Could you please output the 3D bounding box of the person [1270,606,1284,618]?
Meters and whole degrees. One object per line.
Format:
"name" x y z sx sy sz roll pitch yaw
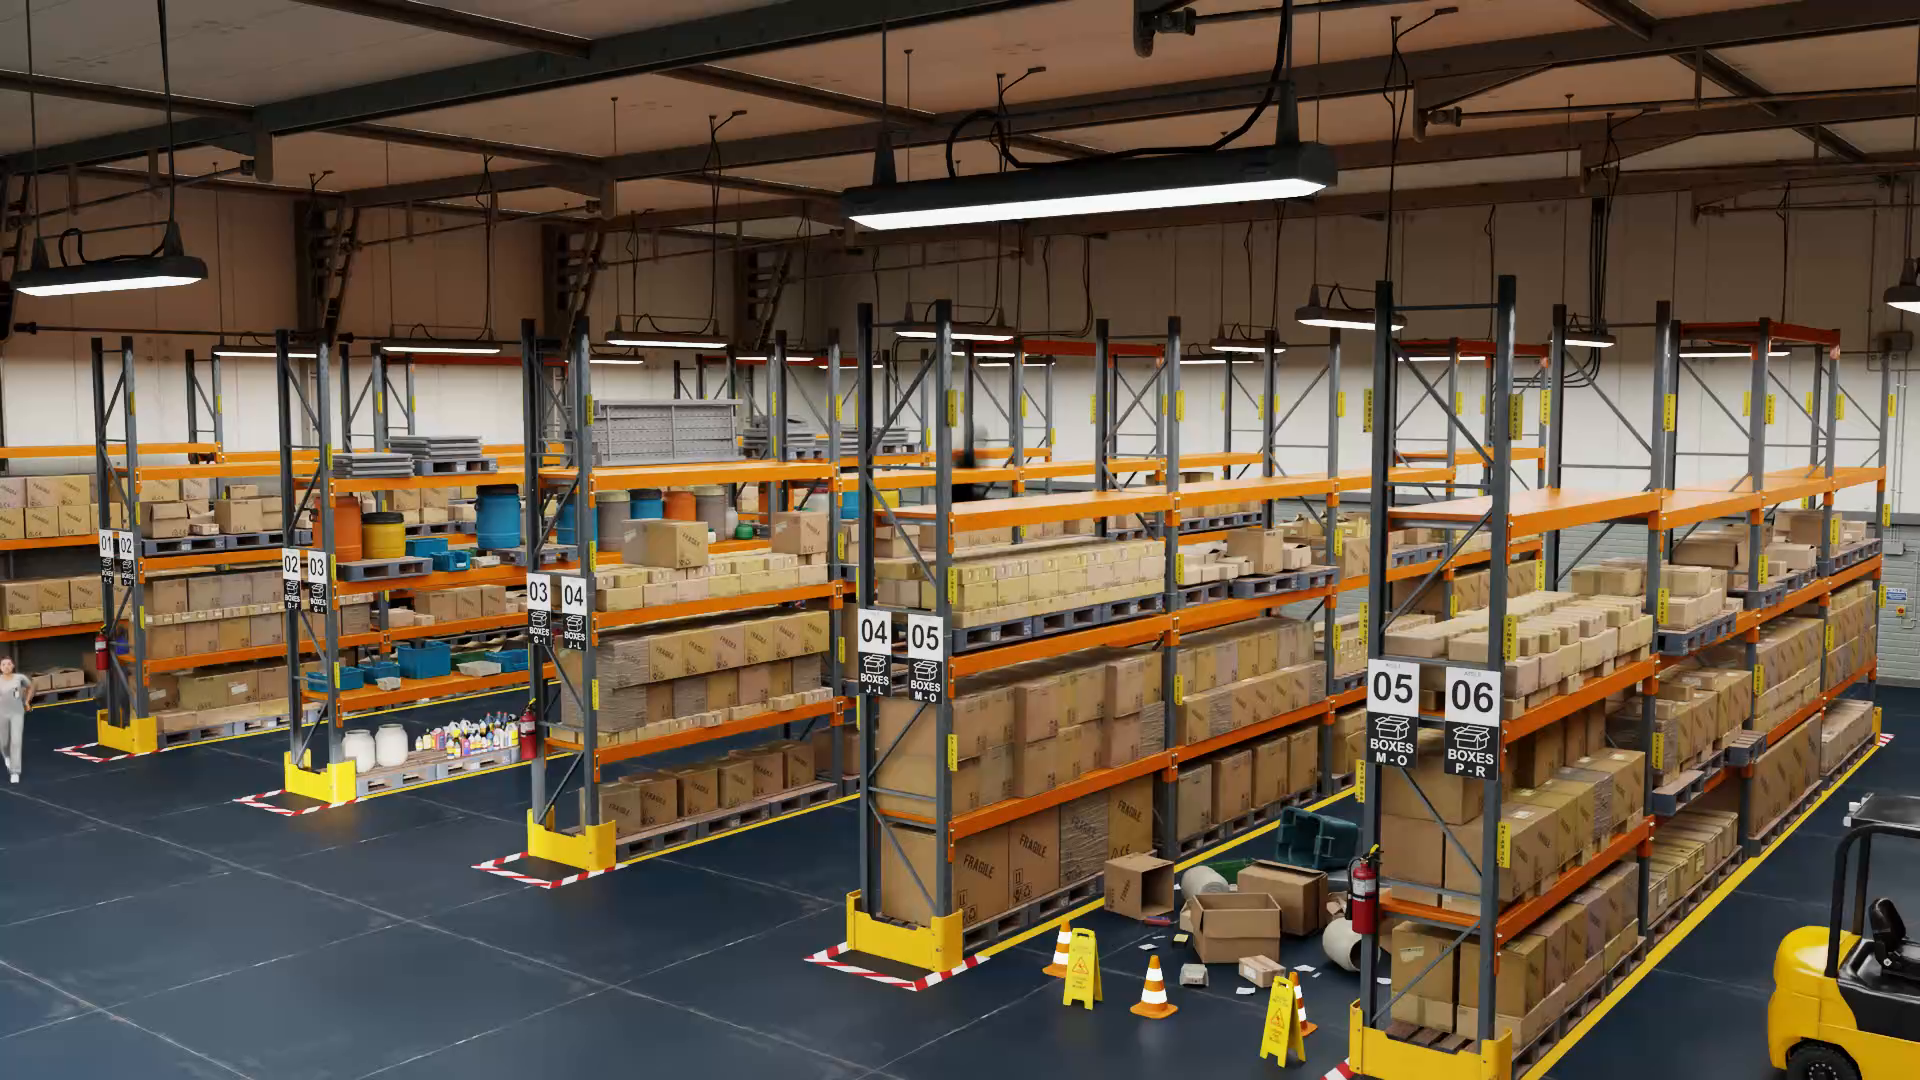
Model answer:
"person" 5.378 1.890 28.168 0.652 1.682 0.647 3 6 31

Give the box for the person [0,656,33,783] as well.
"person" -12.788 2.376 22.376 0.581 1.655 0.964 -3 6 -30

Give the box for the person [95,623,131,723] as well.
"person" -13.084 2.117 25.843 0.568 1.676 0.641 2 5 20
